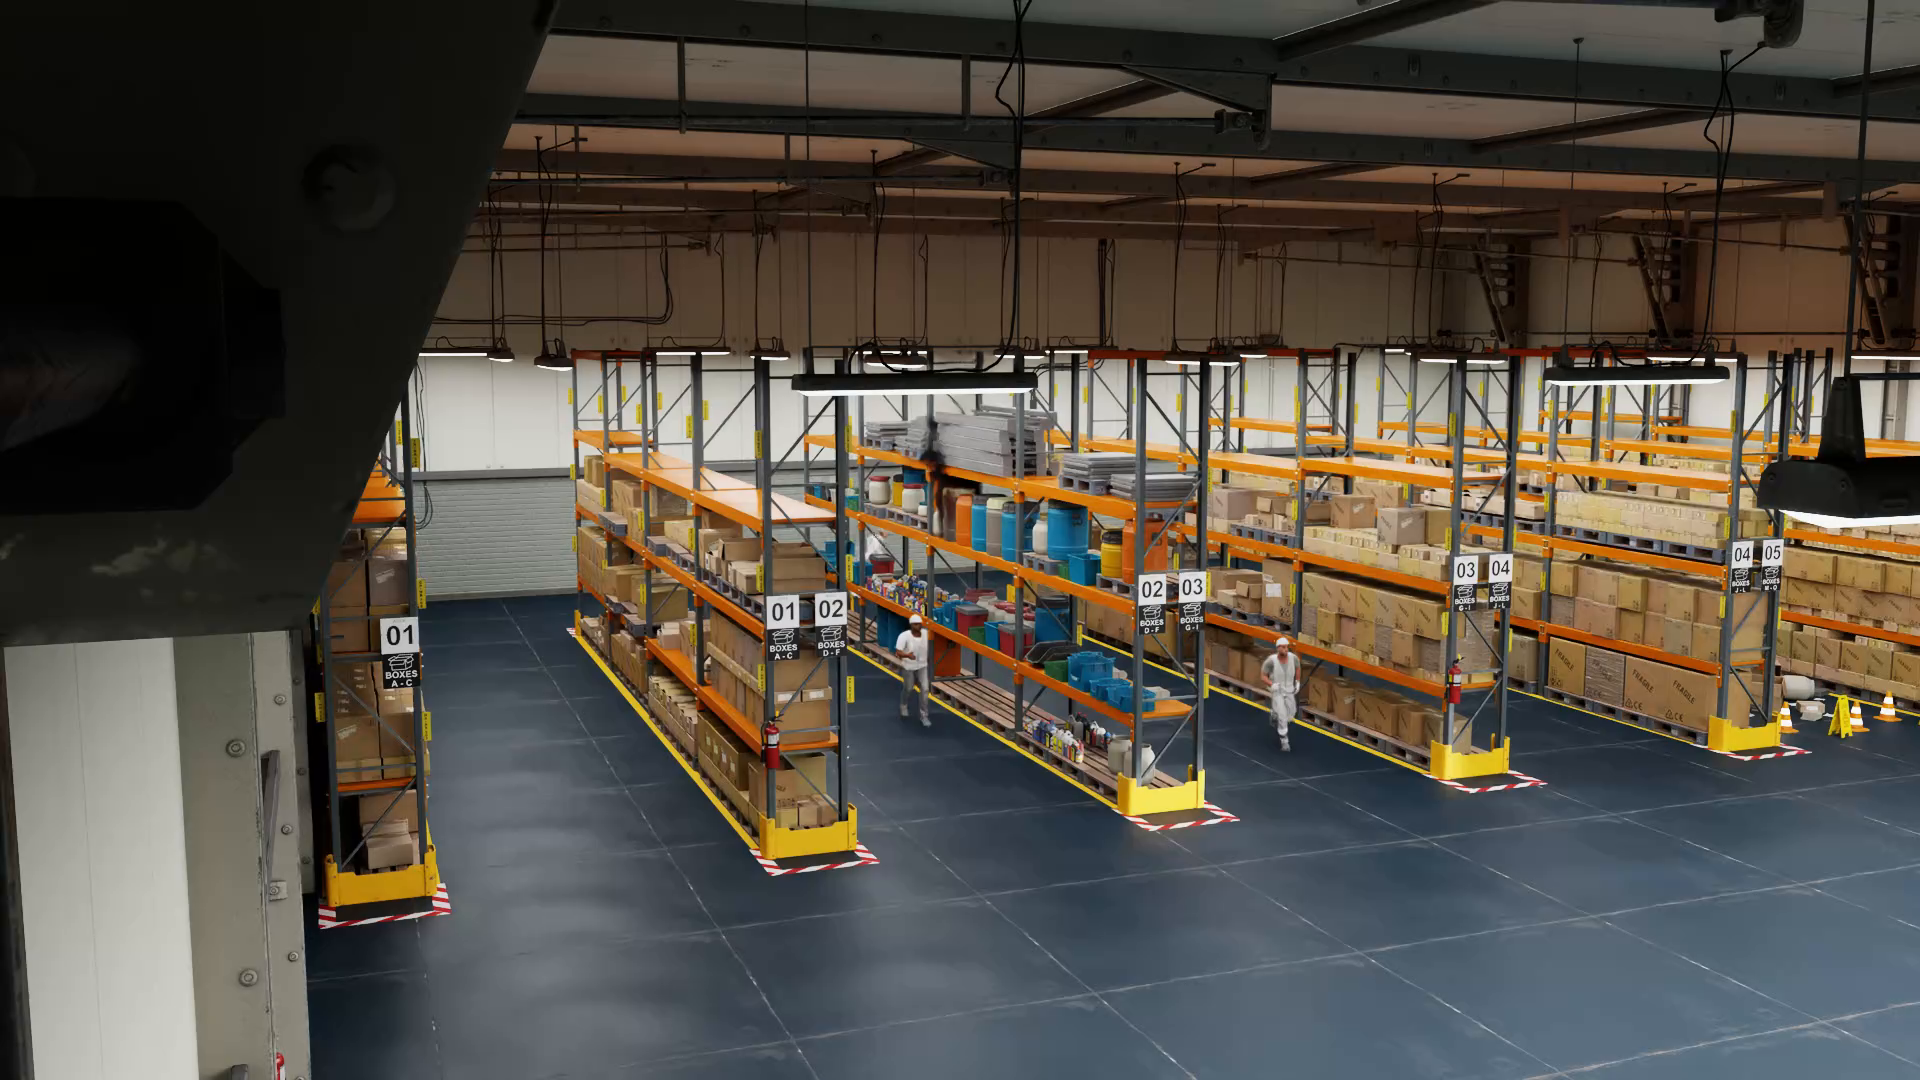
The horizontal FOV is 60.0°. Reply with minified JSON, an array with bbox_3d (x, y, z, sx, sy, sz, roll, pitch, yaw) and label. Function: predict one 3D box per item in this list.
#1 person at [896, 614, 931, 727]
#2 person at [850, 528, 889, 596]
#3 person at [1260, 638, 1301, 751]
[{"bbox_3d":[-0.759,2.085,27.061,0.640,1.796,0.890,-2,8,-19],"label":"person"},{"bbox_3d":[-2.180,0.635,39.721,1.051,1.630,0.754,-1,7,-12],"label":"person"},{"bbox_3d":[4.910,2.328,25.480,0.697,1.738,0.722,-2,7,-14],"label":"person"}]
